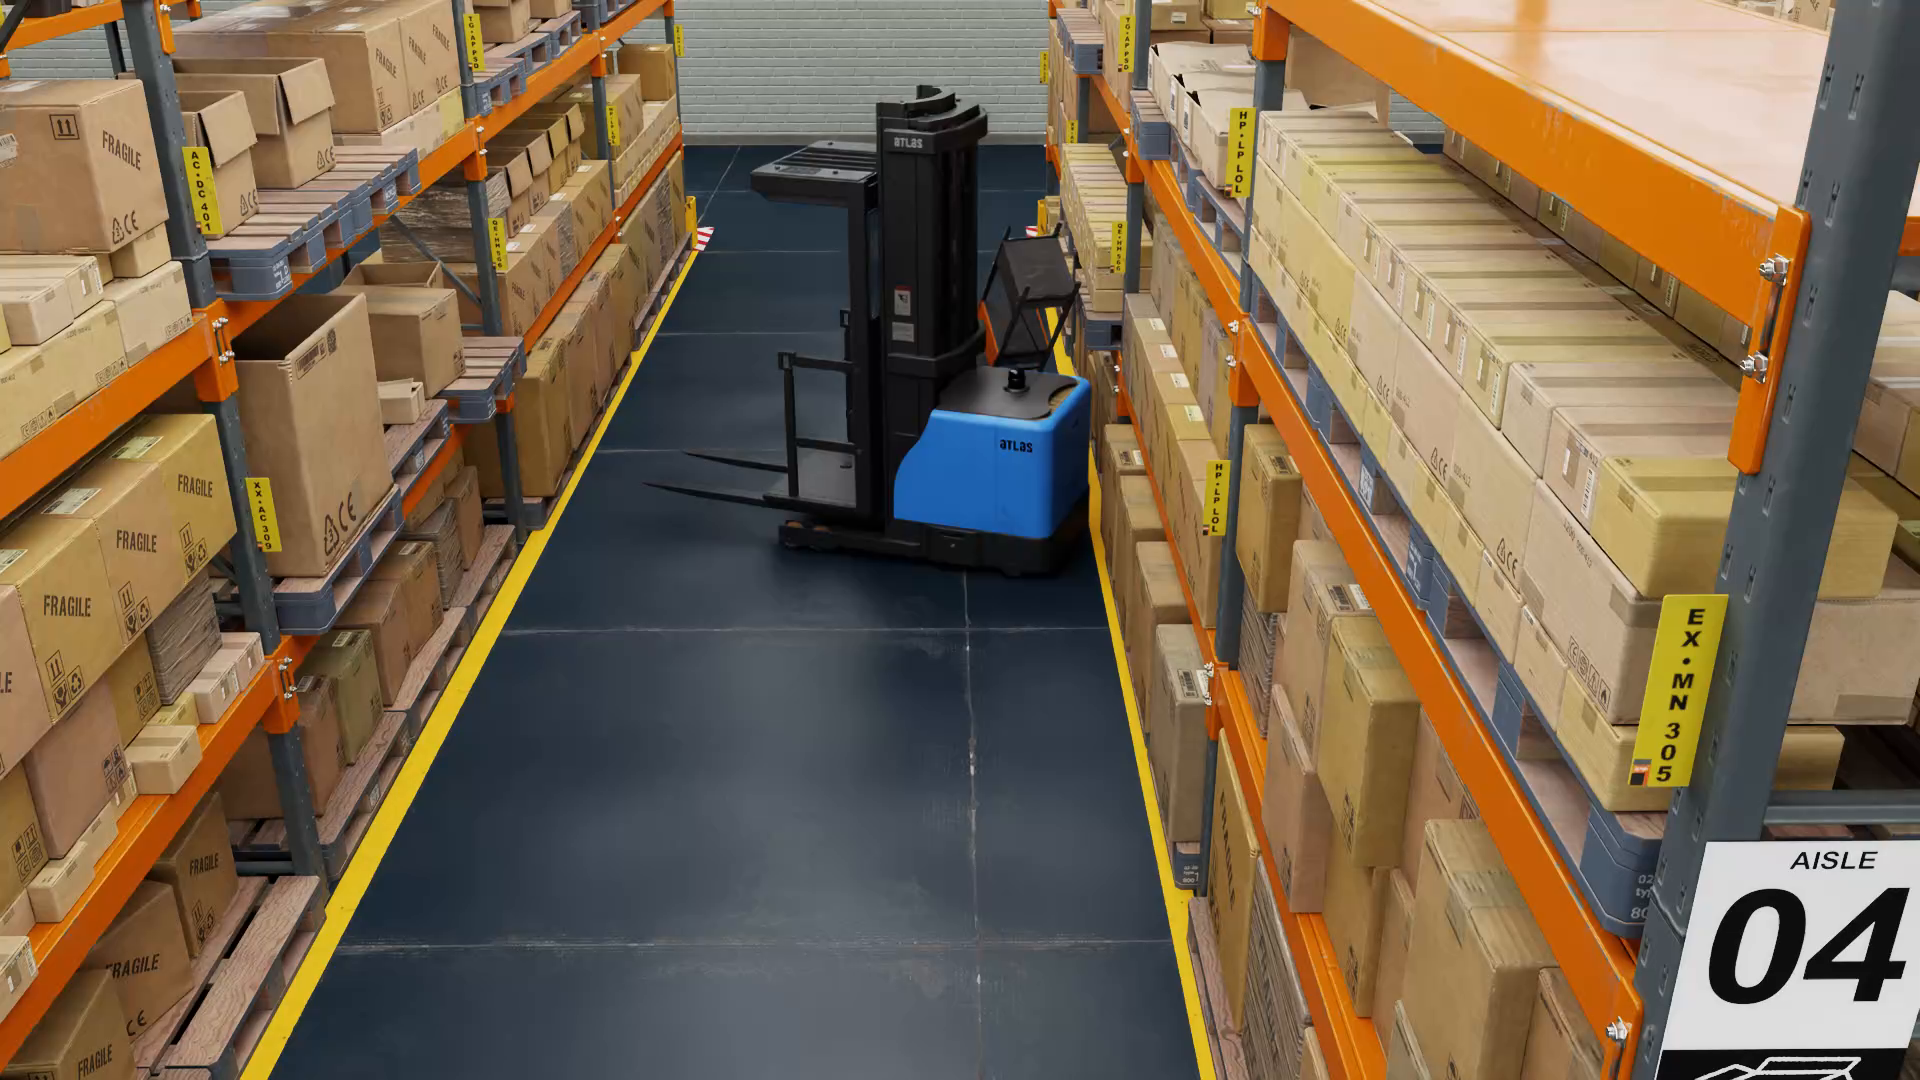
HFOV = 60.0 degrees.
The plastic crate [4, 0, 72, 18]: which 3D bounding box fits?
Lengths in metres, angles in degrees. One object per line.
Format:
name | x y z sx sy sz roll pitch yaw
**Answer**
plastic crate | -8.166 -4.796 14.733 0.497 0.269 0.590 0 24 -1

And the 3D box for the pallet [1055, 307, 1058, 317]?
pallet | 1.428 -2.489 16.496 1.003 0.211 1.213 0 24 -1

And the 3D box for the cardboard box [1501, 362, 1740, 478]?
cardboard box | 1.271 -0.232 3.190 0.380 0.149 0.250 0 24 0

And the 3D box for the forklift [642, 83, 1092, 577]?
forklift | -0.686 -1.456 10.913 3.031 2.935 1.130 8 26 18

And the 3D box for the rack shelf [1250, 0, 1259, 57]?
rack shelf | 1.552 -2.730 7.724 1.077 0.370 4.000 0 24 -1

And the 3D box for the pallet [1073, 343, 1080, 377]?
pallet | 1.497 -1.387 14.061 1.003 0.211 1.213 0 24 -1

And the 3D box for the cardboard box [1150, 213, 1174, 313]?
cardboard box | 1.526 -1.646 9.916 0.700 0.500 0.500 0 24 -1

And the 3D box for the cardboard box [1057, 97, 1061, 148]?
cardboard box | 1.208 -3.989 15.948 0.500 0.500 0.500 -1 24 -2

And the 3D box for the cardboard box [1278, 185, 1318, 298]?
cardboard box | 1.307 -0.942 5.244 0.500 0.250 0.500 0 24 -1

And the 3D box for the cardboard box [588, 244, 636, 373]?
cardboard box | -3.447 -1.958 14.007 1.225 0.875 0.875 0 24 0

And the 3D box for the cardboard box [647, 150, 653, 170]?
cardboard box | -3.163 -3.649 15.983 0.380 0.149 0.250 -1 24 -2

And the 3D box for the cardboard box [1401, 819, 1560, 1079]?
cardboard box | 1.554 1.026 3.848 0.875 0.550 0.550 0 24 -1

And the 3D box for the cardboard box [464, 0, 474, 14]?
cardboard box | -3.509 -3.206 10.423 0.797 0.503 0.637 1 24 3

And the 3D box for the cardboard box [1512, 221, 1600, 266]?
cardboard box | 1.845 -0.737 4.789 0.500 0.250 0.500 0 24 -1

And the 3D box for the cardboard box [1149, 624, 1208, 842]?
cardboard box | 1.478 0.896 7.849 1.050 0.750 0.750 0 24 -1

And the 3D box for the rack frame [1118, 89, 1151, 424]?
rack frame | 1.531 -1.330 10.552 1.000 3.000 0.127 0 24 -1

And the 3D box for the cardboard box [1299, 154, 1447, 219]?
cardboard box | 1.248 -1.069 5.040 0.380 0.149 0.250 -1 24 -1

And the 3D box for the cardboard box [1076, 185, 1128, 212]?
cardboard box | 1.053 -2.518 12.251 0.380 0.149 0.250 0 24 1

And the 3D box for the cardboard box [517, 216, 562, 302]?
cardboard box | -3.180 -2.020 11.956 0.500 0.500 0.500 -1 24 -2

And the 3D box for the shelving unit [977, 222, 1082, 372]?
shelving unit | 0.359 -1.441 12.072 0.431 2.100 0.503 -8 65 -16

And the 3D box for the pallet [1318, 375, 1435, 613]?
pallet | 1.583 -0.170 4.453 1.003 0.211 1.213 0 24 -1

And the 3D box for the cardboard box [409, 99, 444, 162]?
cardboard box | -3.161 -2.249 9.124 0.500 0.250 0.500 0 24 -1

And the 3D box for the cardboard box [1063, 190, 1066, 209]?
cardboard box | 1.040 -2.777 13.545 0.380 0.149 0.250 0 24 0

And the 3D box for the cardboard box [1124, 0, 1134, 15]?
cardboard box | 1.246 -3.468 10.588 0.396 0.266 0.258 0 24 -1

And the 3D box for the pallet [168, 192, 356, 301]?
pallet | -3.287 -1.238 6.934 1.213 0.211 1.003 0 24 -1

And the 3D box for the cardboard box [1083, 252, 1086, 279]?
cardboard box | 1.062 -1.920 11.649 0.380 0.149 0.250 -1 24 -1

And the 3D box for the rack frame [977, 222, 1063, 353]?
rack frame | 0.300 -1.656 12.171 0.400 2.100 0.015 -8 65 -16

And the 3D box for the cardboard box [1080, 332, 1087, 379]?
cardboard box | 1.237 -1.507 13.467 0.500 0.500 0.500 1 24 2

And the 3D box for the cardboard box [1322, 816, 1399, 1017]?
cardboard box | 1.613 1.069 5.064 0.875 0.550 0.500 0 24 -1

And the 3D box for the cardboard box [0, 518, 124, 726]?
cardboard box | -3.095 0.258 5.344 0.500 0.500 0.500 0 24 -1

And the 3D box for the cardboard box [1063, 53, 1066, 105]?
cardboard box | 1.209 -4.232 15.271 0.500 0.500 0.500 0 24 1

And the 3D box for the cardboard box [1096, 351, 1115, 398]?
cardboard box | 1.245 -1.213 11.906 0.500 0.250 0.500 0 24 0

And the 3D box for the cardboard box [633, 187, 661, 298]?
cardboard box | -3.411 -2.864 16.012 0.875 0.875 0.875 0 24 -1

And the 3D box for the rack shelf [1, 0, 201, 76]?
rack shelf | -8.448 -4.839 15.542 1.077 0.370 4.000 0 24 -1

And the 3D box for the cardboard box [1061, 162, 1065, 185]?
cardboard box | 1.031 -3.027 13.736 0.380 0.149 0.250 0 24 0

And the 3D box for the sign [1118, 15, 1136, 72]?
sign | 0.988 -2.931 9.823 0.100 0.325 0.005 0 24 -1

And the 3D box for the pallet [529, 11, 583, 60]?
pallet | -3.414 -3.900 12.825 0.805 0.209 1.217 -1 24 -3

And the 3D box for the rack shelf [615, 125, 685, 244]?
rack shelf | -3.496 -3.494 16.209 1.077 0.370 4.000 0 24 -1

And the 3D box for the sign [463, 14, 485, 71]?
sign | -2.888 -2.954 9.873 0.100 0.325 0.005 0 24 -1

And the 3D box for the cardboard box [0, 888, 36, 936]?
cardboard box | -3.162 1.222 5.213 0.380 0.149 0.250 0 24 -1

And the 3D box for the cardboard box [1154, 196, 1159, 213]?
cardboard box | 1.702 -2.597 12.787 0.380 0.149 0.250 -1 24 -3

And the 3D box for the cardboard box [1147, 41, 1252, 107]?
cardboard box | 1.319 -2.594 9.183 0.500 0.311 0.500 0 24 0

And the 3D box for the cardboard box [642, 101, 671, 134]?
cardboard box | -3.242 -4.306 16.952 0.500 0.250 0.500 -1 24 -1

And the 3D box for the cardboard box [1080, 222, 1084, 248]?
cardboard box | 1.057 -2.168 11.839 0.380 0.149 0.250 0 24 -1

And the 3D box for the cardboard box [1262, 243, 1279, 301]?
cardboard box | 1.243 -0.913 5.663 0.380 0.149 0.250 0 24 0

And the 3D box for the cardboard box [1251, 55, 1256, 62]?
cardboard box | 1.842 -2.464 8.895 0.500 0.311 0.500 0 24 -1

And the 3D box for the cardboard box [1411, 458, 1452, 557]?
cardboard box | 1.264 -0.078 3.817 0.380 0.149 0.250 -1 24 -1

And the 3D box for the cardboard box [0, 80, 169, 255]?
cardboard box | -3.127 -1.293 5.739 0.500 0.500 0.500 -1 24 -2

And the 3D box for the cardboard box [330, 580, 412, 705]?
cardboard box | -3.365 0.557 8.879 0.700 0.500 0.500 -2 24 -5

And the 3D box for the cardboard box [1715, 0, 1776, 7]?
cardboard box | 6.155 -4.282 12.806 0.500 0.500 0.500 -1 24 -2

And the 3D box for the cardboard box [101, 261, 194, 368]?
cardboard box | -3.120 -0.813 5.950 0.500 0.250 0.500 1 24 1

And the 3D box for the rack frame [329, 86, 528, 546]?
rack frame | -3.430 -1.350 10.594 1.000 3.000 0.127 0 24 -1

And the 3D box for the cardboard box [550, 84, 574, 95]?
cardboard box | -3.747 -3.802 14.926 0.500 0.500 0.500 0 24 0

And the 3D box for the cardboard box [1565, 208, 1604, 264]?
cardboard box | 1.910 -0.865 4.589 0.380 0.149 0.250 -1 24 -1

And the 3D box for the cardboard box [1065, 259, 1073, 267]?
cardboard box | 1.171 -2.495 15.355 0.380 0.149 0.250 0 24 -1
